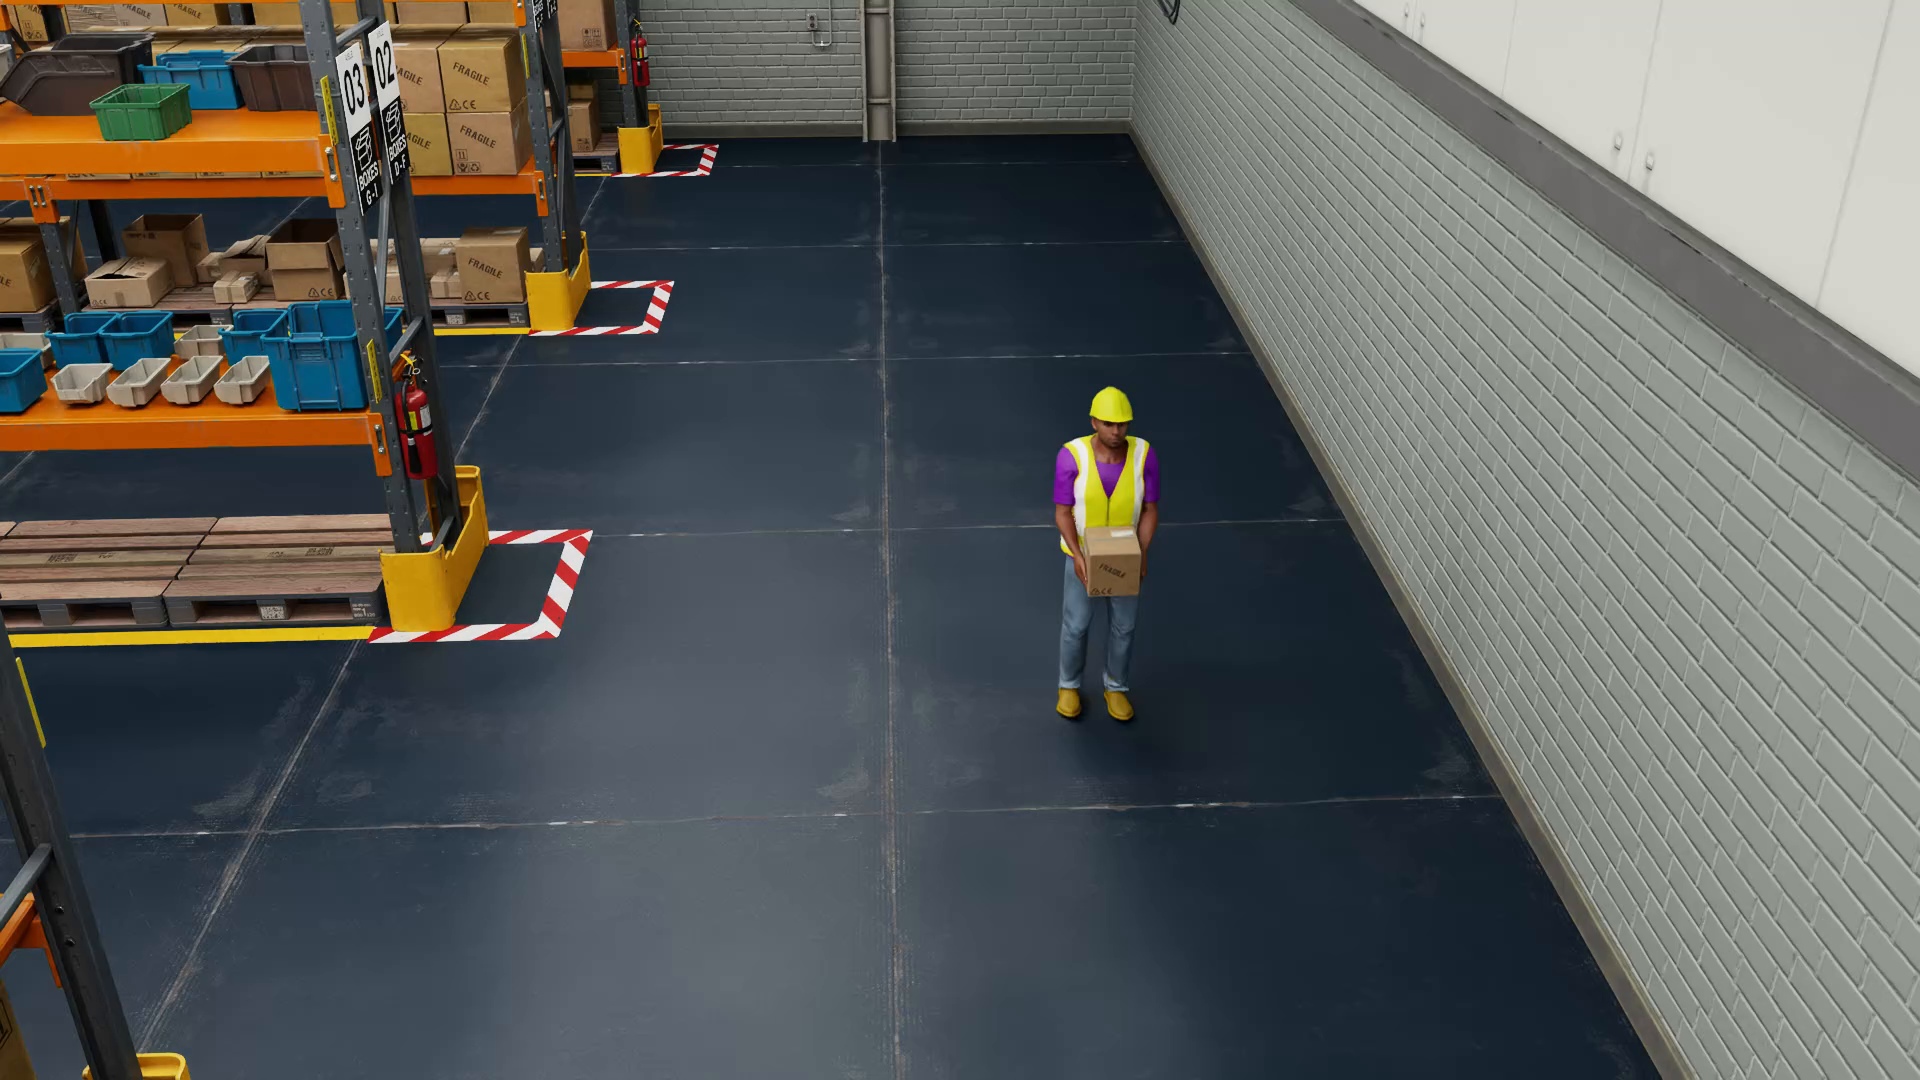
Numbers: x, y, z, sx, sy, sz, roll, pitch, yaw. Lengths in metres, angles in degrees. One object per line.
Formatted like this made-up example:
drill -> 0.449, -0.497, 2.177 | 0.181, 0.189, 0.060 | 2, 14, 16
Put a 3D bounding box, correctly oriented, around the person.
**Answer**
person -> 0.738, 0.104, 8.390 | 0.542, 1.770, 0.551 | -2, 27, -3
